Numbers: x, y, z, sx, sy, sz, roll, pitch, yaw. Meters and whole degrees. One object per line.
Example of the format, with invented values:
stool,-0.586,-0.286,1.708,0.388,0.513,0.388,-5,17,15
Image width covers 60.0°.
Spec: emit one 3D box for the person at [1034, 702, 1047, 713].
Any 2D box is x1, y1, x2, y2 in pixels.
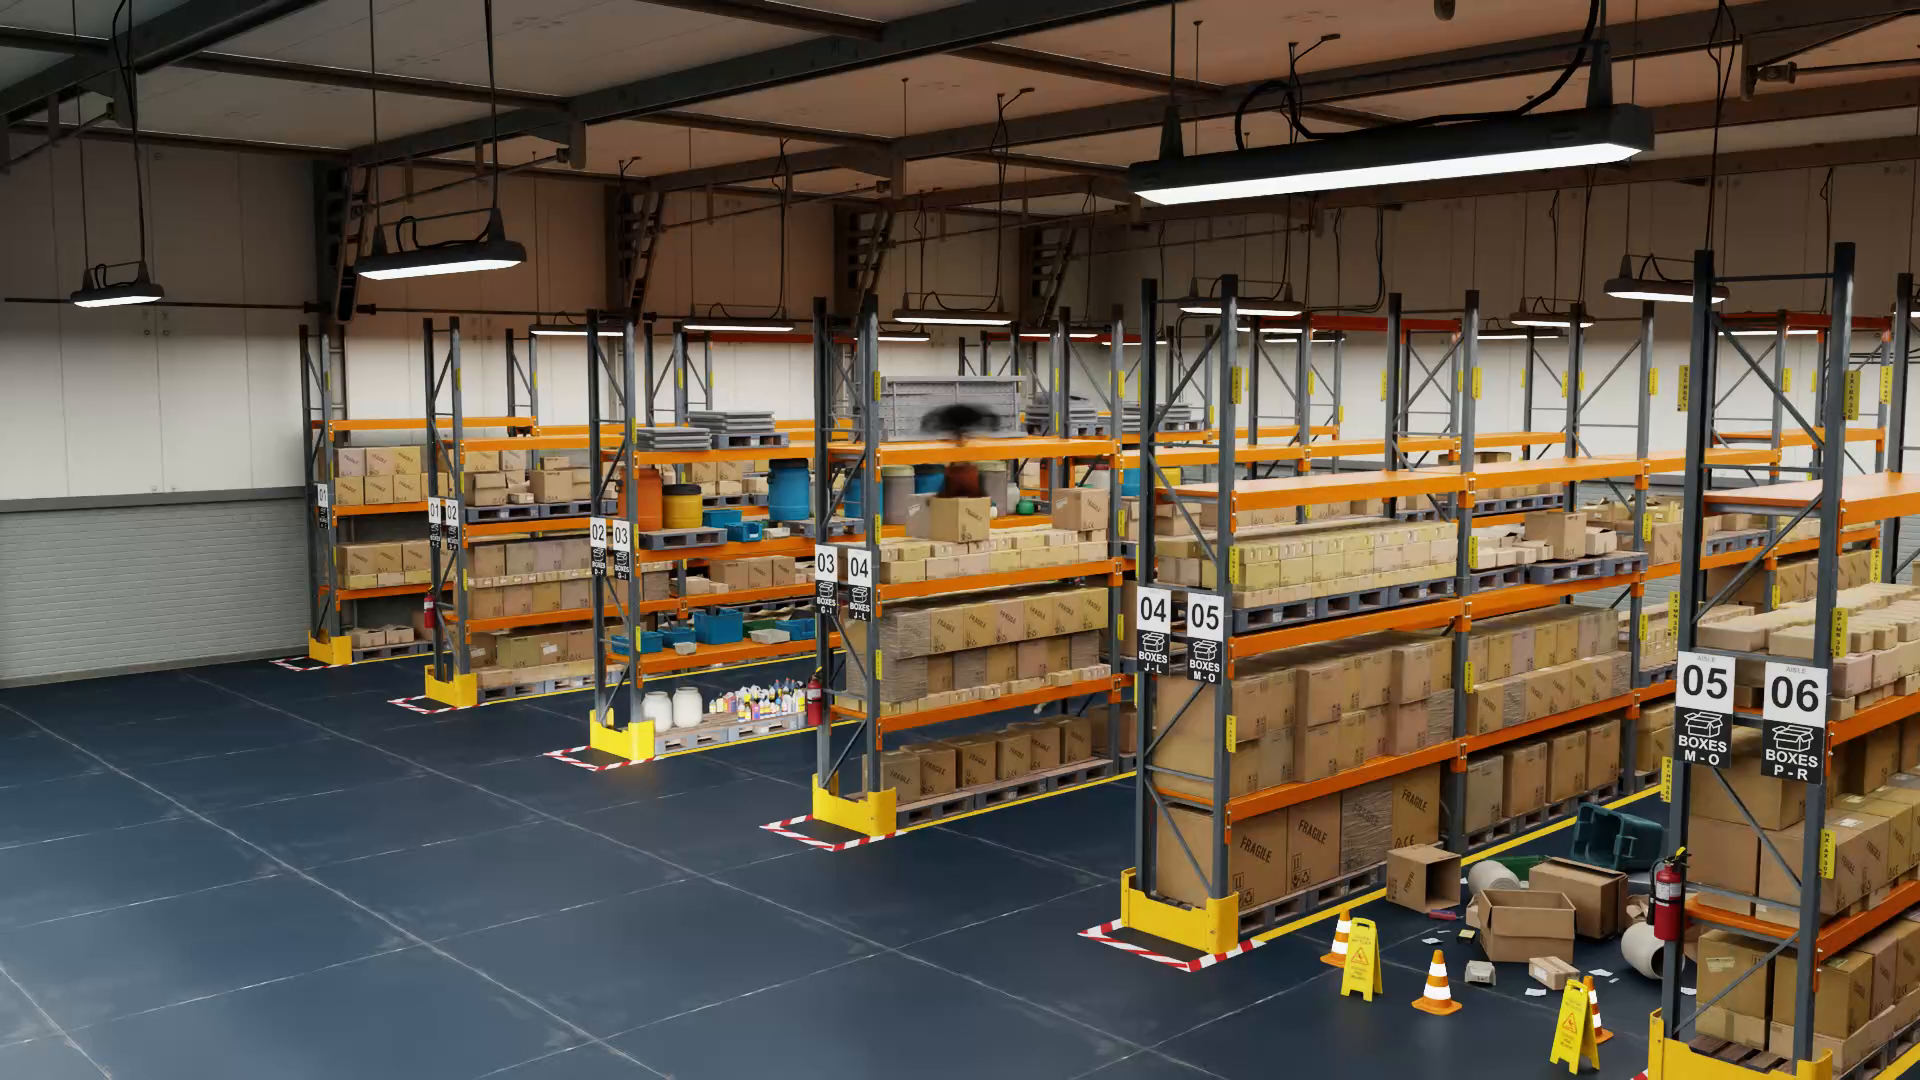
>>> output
person,1.416,1.819,25.573,0.614,1.626,0.946,4,7,36
